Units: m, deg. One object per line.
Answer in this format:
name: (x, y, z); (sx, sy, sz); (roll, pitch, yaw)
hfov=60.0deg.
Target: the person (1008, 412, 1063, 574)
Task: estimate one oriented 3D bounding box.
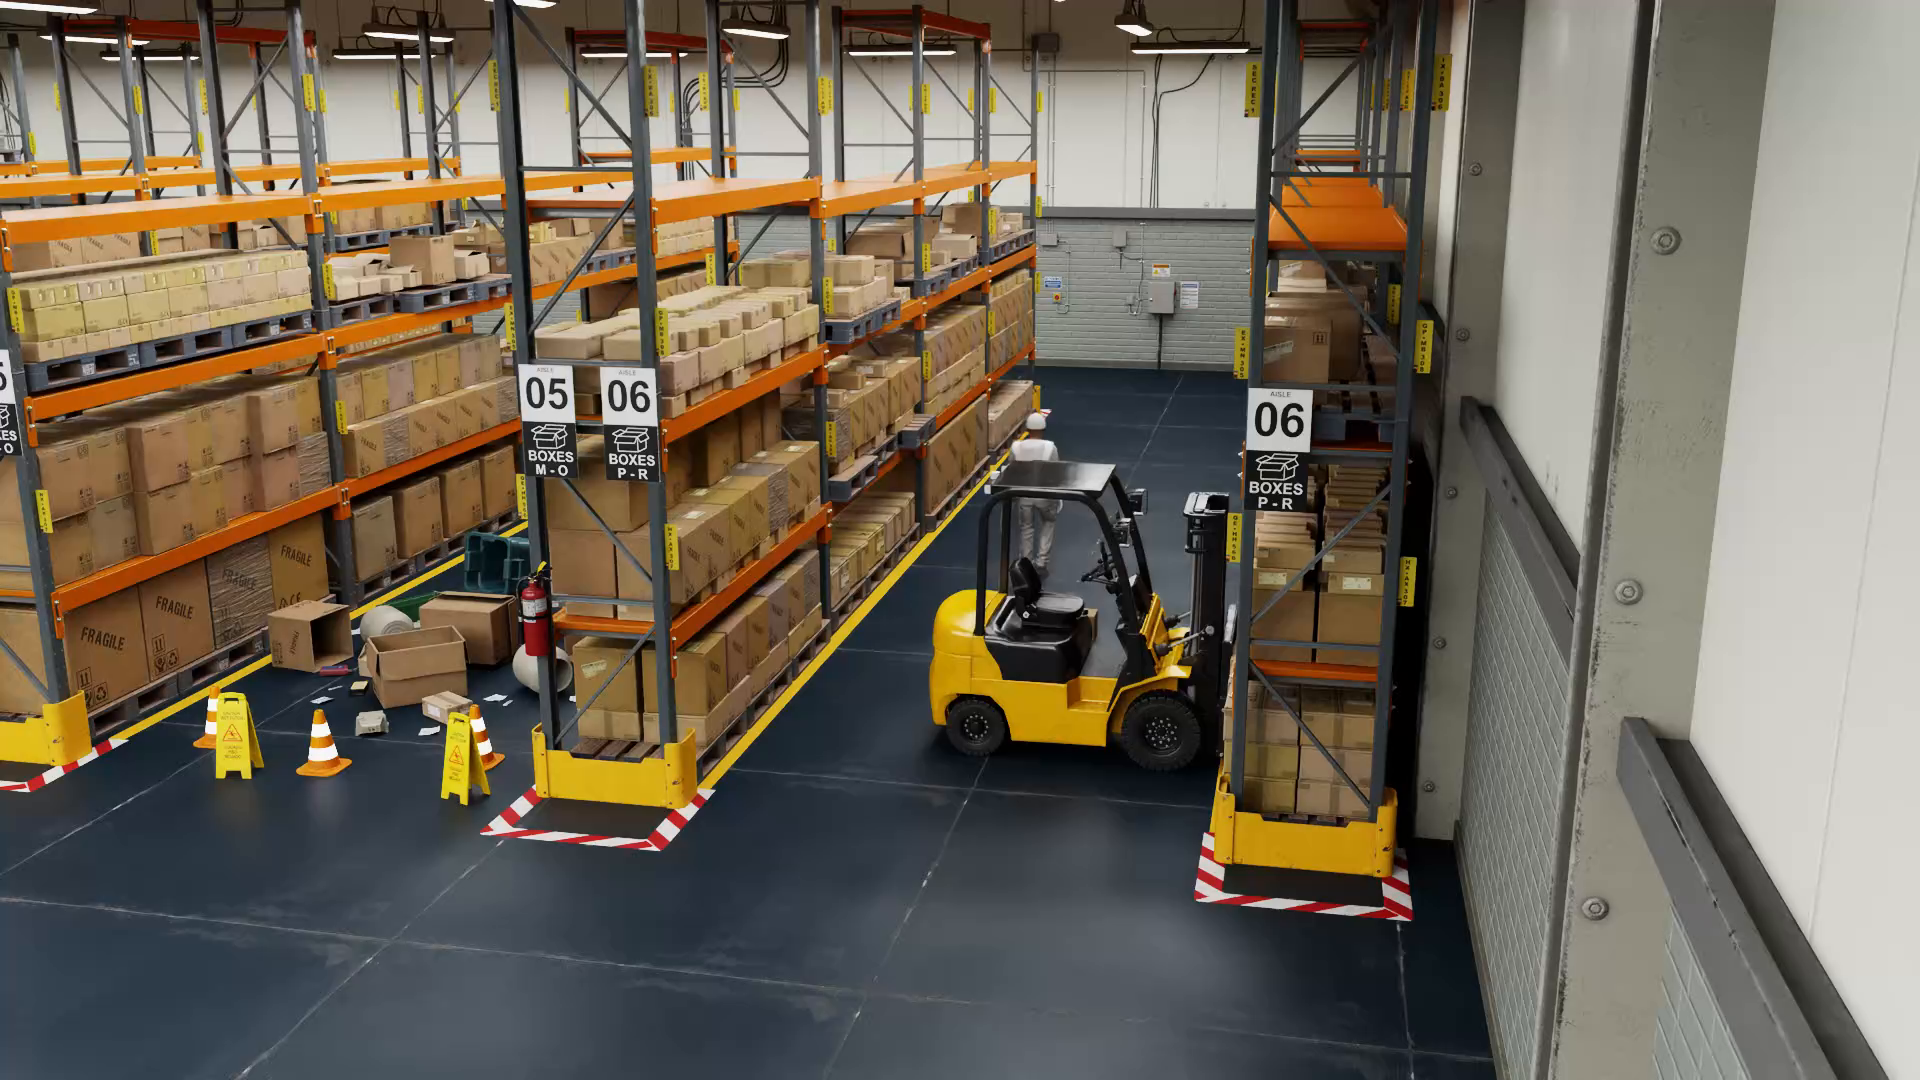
person: (0.804, -0.458, 17.766); (0.604, 1.843, 0.502); (2, 15, 7)
